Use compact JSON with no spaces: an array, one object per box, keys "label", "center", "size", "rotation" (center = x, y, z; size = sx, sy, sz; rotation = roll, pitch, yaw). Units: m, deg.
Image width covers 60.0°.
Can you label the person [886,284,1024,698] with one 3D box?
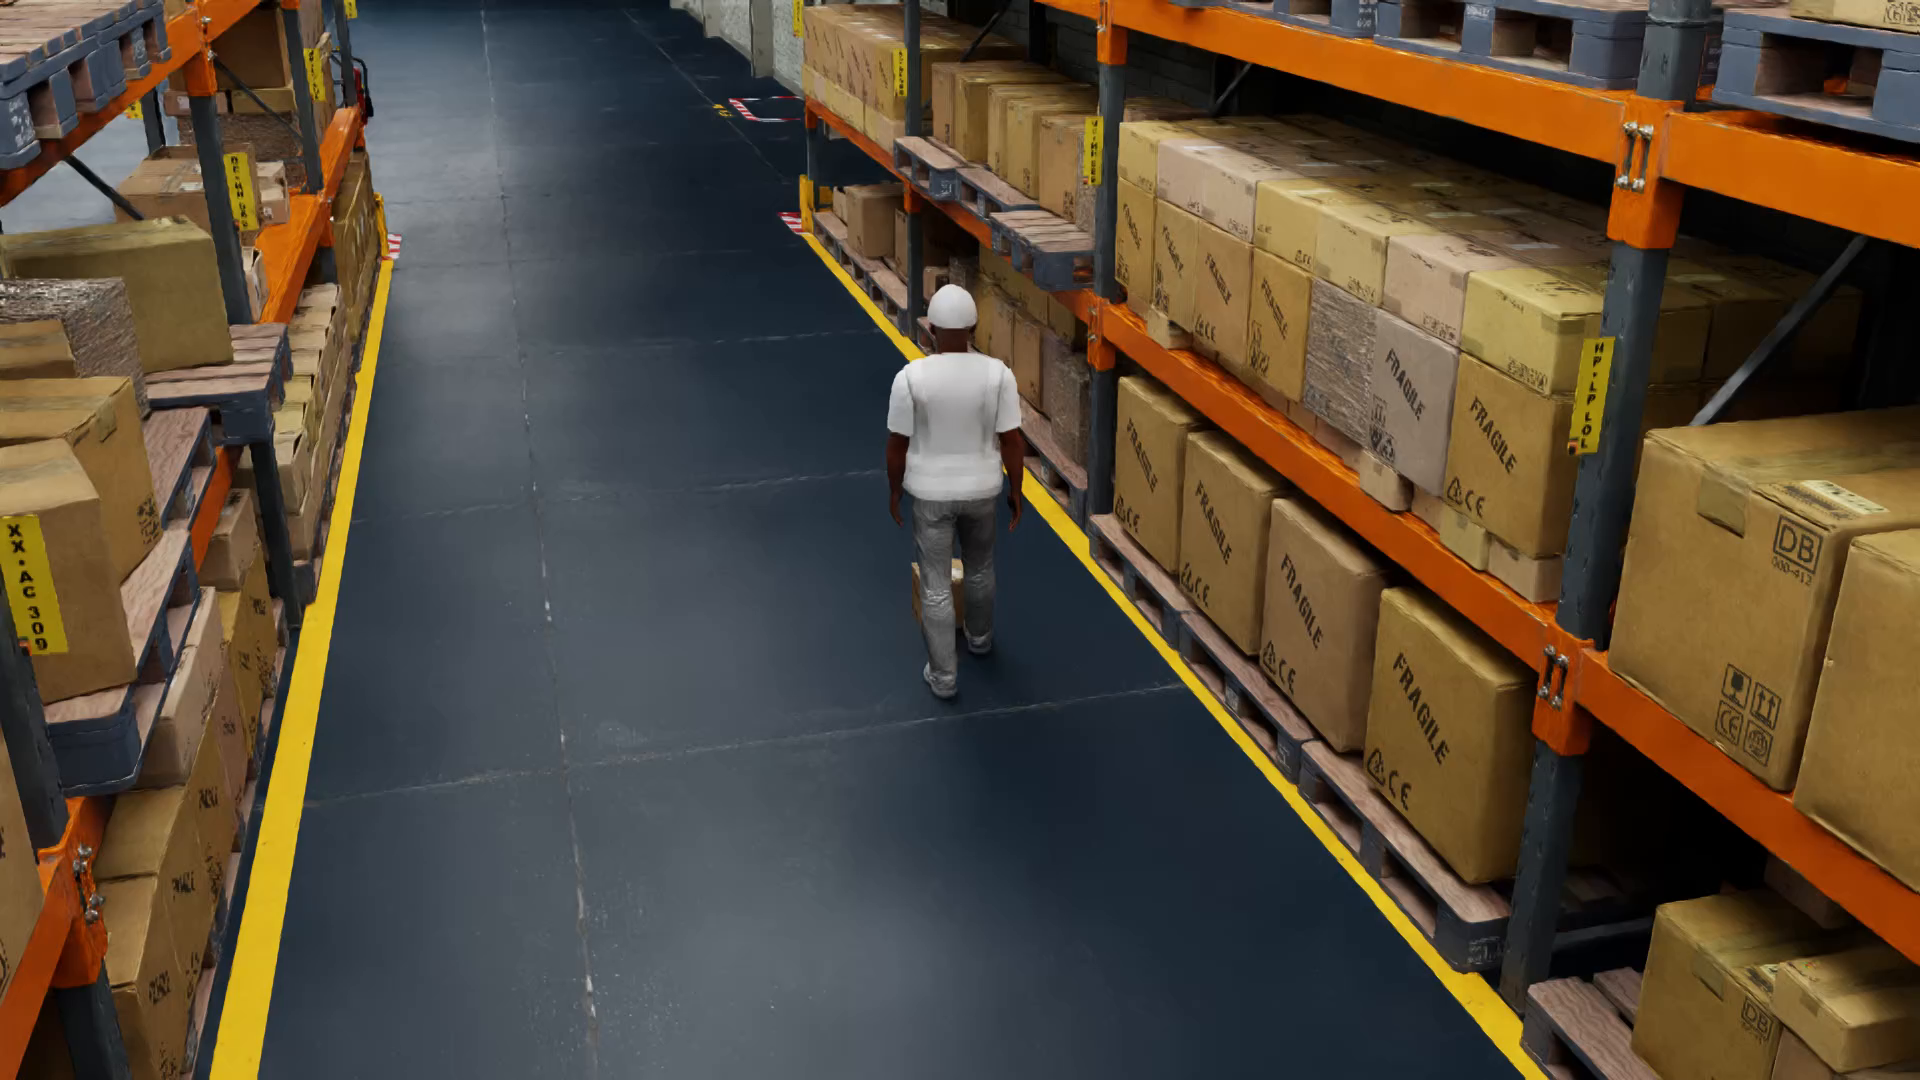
[{"label":"person","center":[-0.045,-0.256,7.148],"size":[0.571,1.755,0.707],"rotation":[-4,23,-10]}]
